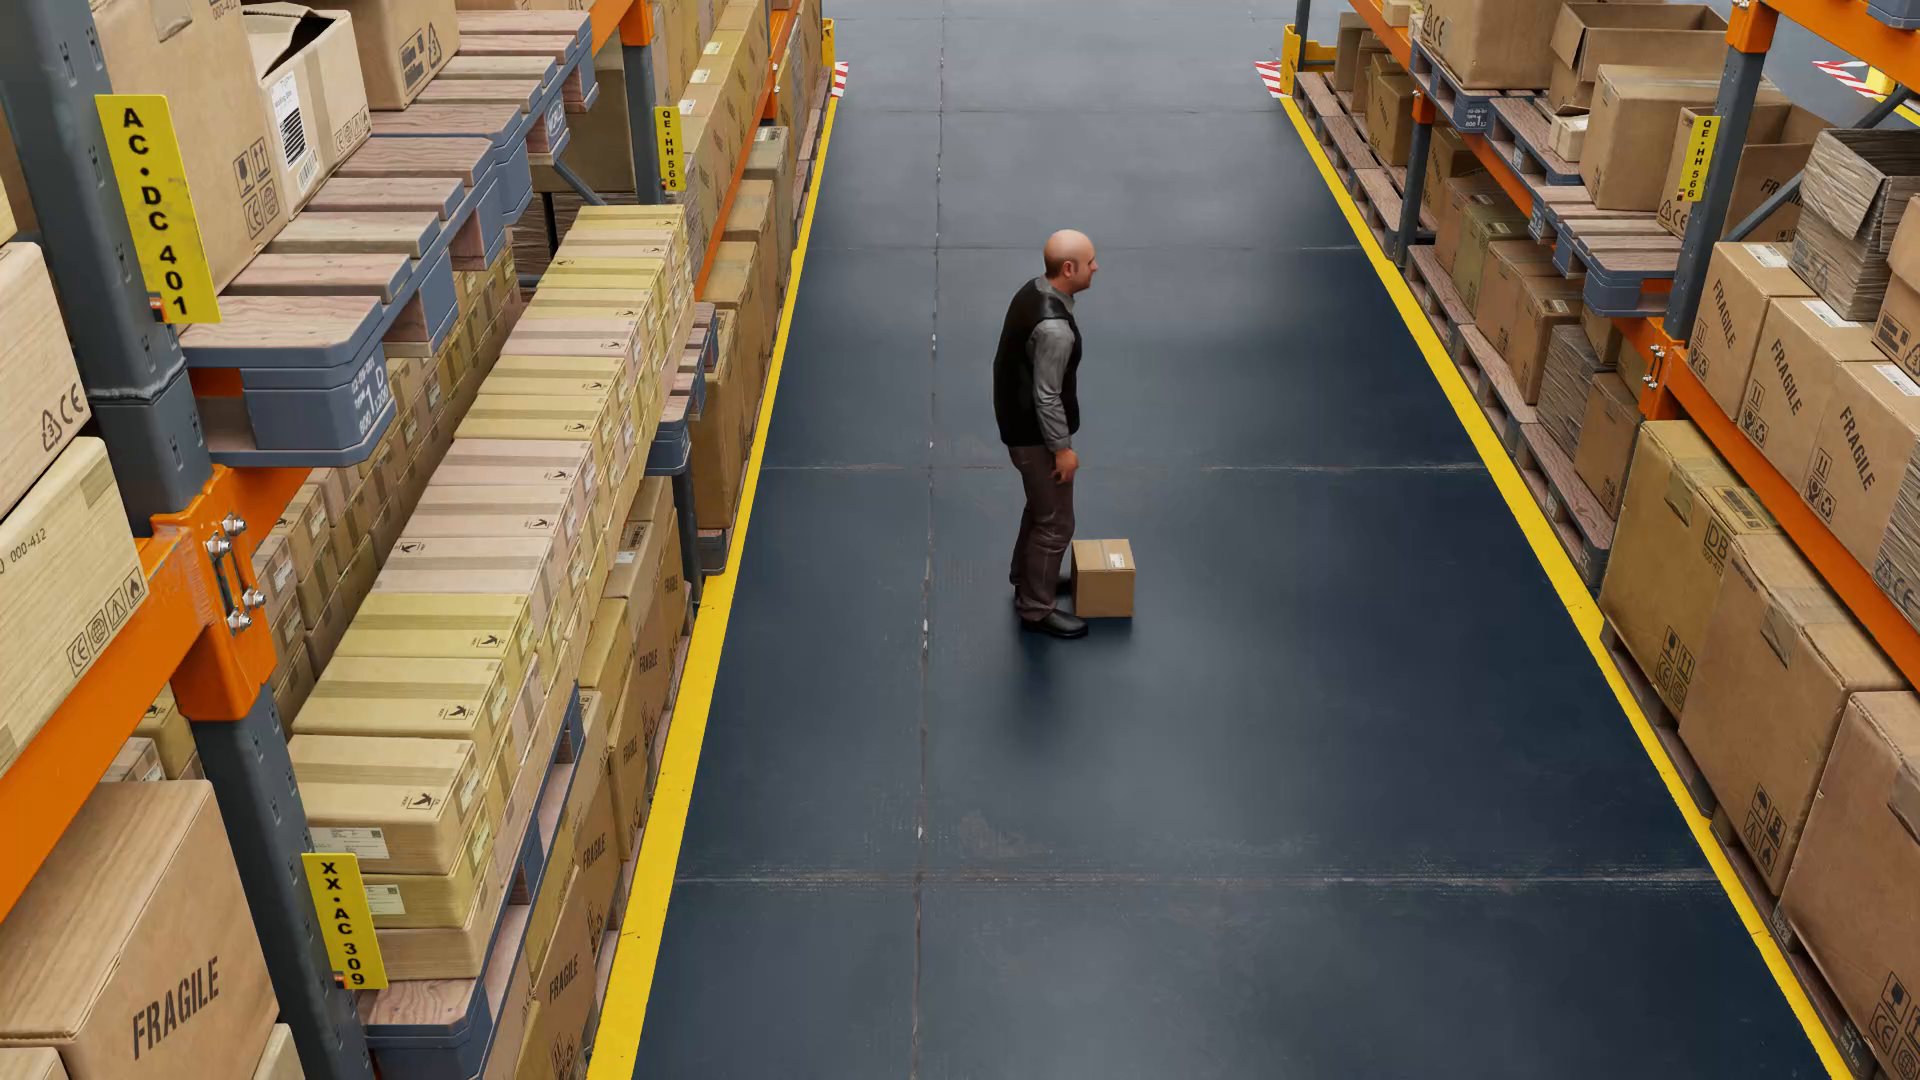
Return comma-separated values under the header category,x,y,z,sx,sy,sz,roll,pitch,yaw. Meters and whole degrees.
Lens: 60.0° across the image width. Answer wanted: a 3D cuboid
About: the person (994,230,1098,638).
category,x,y,z,sx,sy,sz,roll,pitch,yaw
person,0.367,-0.458,6.909,0.362,1.721,0.589,-1,31,-2
